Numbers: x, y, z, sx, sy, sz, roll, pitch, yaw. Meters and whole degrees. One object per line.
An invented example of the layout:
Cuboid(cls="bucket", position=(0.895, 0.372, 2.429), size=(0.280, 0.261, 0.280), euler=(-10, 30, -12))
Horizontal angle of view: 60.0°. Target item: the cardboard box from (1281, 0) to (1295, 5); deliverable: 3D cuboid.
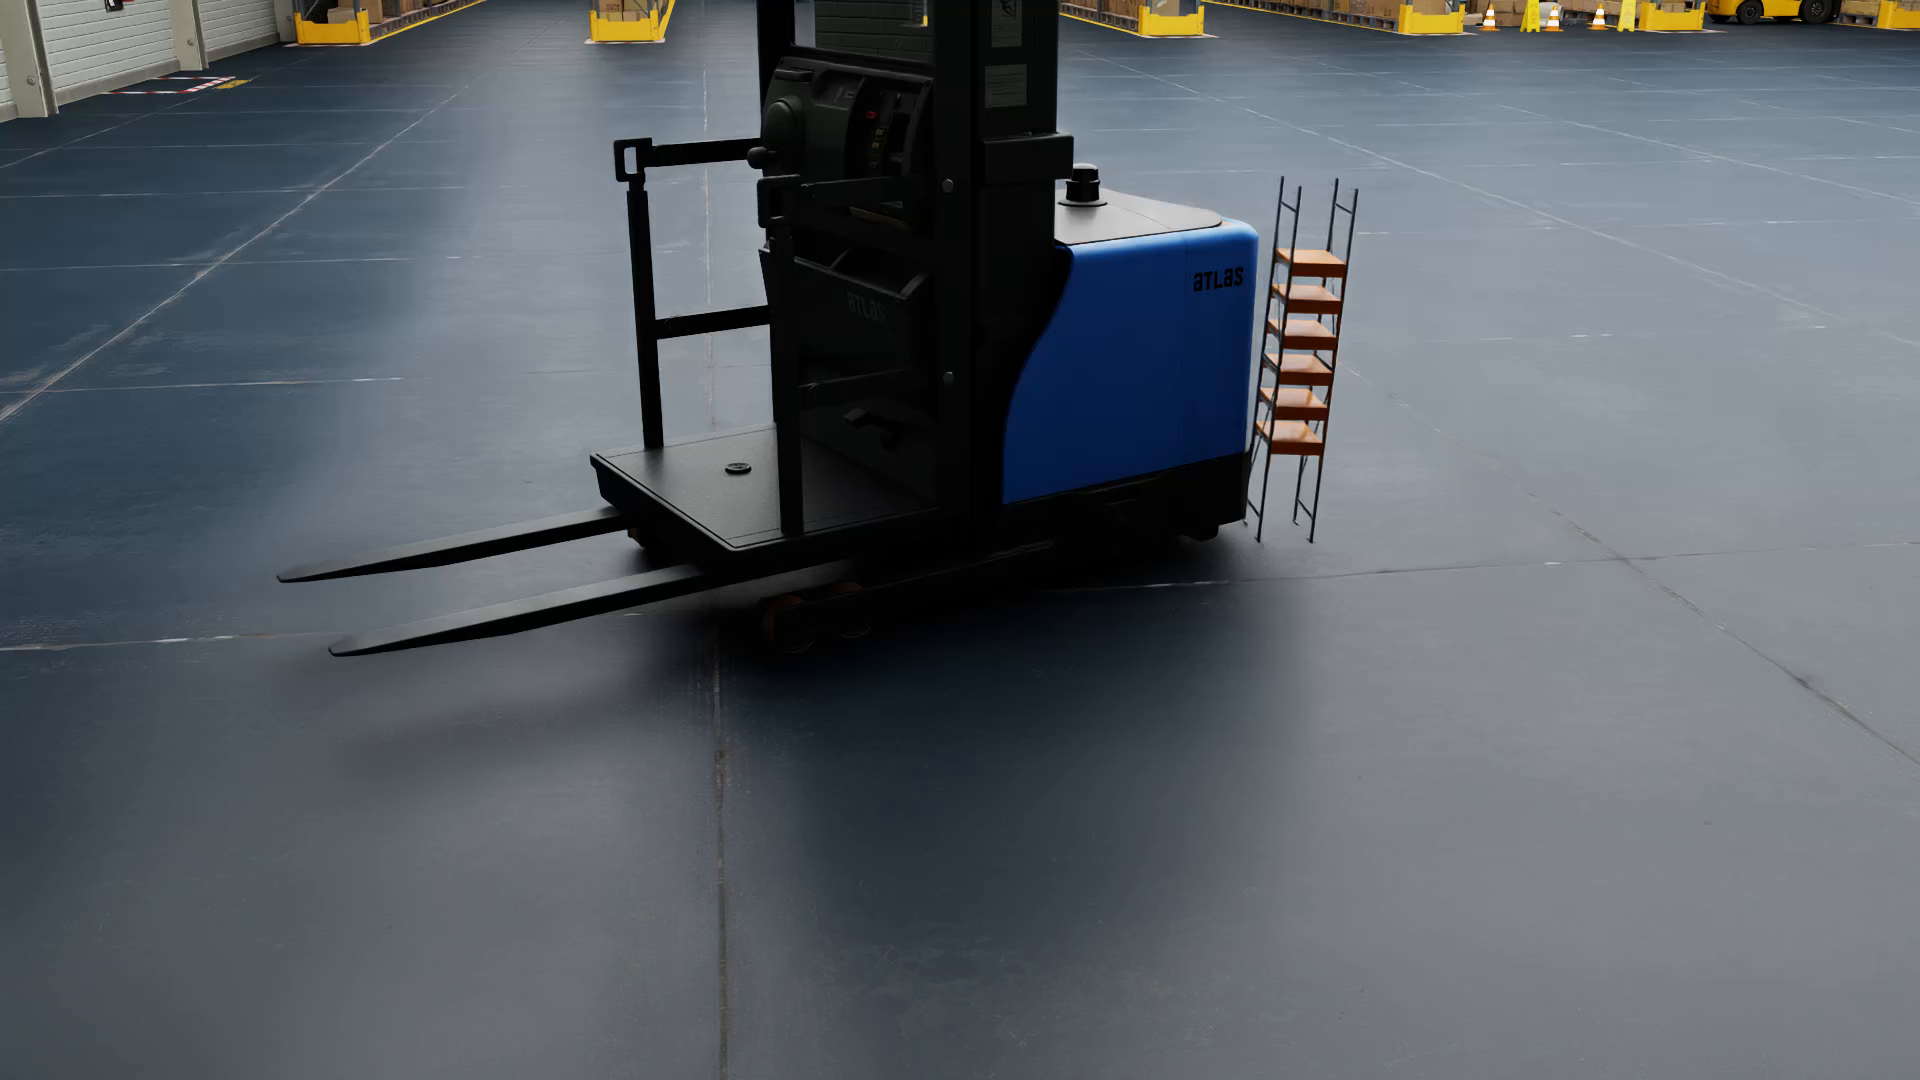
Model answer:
Cuboid(cls="cardboard box", position=(7.801, -12.336, 37.074), size=(1.050, 0.750, 0.750), euler=(-3, 21, -7))

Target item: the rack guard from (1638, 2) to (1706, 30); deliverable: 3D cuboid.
Cuboid(cls="rack guard", position=(13.699, -10.082, 31.994), size=(1.175, 0.500, 0.348), euler=(-3, 21, -8))

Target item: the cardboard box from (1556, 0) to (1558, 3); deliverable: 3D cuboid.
Cuboid(cls="cardboard box", position=(13.055, -11.758, 36.067), size=(0.950, 0.372, 0.625), euler=(-3, 21, -7))

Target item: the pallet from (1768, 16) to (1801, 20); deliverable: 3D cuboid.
Cuboid(cls="pallet", position=(18.118, -11.279, 35.613), size=(1.003, 0.211, 1.213), euler=(-3, 21, -8))

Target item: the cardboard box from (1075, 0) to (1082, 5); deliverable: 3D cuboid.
Cuboid(cls="cardboard box", position=(2.959, -12.109, 36.794), size=(0.700, 0.500, 0.500), euler=(-5, 21, -12))

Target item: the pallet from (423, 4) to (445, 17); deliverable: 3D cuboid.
Cuboid(cls="pallet", position=(-11.994, -11.717, 36.787), size=(1.003, 0.211, 1.213), euler=(-3, 21, -8))

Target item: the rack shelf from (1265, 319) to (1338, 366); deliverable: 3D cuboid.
Cuboid(cls="rack shelf", position=(1.134, -0.664, 5.552), size=(0.180, 0.103, 0.258), euler=(1, 20, -5))

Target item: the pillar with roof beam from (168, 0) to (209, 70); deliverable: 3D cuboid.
Cuboid(cls="pillar with roof beam", position=(-6.634, -11.126, 22.644), size=(9.100, 9.000, 0.400), euler=(-3, 21, -8))

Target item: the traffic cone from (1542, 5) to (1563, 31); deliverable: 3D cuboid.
Cuboid(cls="traffic cone", position=(11.322, -9.948, 31.690), size=(0.336, 0.463, 0.334), euler=(-3, 21, -8))

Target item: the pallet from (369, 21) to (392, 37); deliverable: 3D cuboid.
Cuboid(cls="pallet", position=(-11.067, -9.402, 30.586), size=(1.003, 0.211, 1.213), euler=(-3, 21, -8))

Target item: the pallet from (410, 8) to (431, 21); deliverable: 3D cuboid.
Cuboid(cls="pallet", position=(-11.844, -11.170, 35.321), size=(1.003, 0.211, 1.213), euler=(-3, 21, -8))

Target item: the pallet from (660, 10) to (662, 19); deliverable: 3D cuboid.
Cuboid(cls="pallet", position=(-6.973, -11.405, 35.950), size=(1.003, 0.211, 1.213), euler=(-3, 21, -8))

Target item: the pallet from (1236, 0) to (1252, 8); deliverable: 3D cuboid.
Cuboid(cls="pallet", position=(7.389, -13.097, 40.482), size=(1.003, 0.211, 1.213), euler=(-3, 21, -8))

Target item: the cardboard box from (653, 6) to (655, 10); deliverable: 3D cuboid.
Cuboid(cls="cardboard box", position=(-5.972, -9.853, 31.140), size=(0.500, 0.250, 0.500), euler=(-3, 21, -8))

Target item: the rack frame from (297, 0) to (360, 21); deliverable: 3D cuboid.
Cuboid(cls="rack frame", position=(-10.802, -9.977, 28.142), size=(1.000, 3.000, 0.127), euler=(-3, 21, -8))

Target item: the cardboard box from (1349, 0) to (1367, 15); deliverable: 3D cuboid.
Cuboid(cls="cardboard box", position=(8.404, -10.995, 33.303), size=(0.875, 0.875, 0.875), euler=(-3, 21, -7))

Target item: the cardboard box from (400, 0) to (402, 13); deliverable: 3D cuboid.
Cuboid(cls="cardboard box", position=(-11.625, -10.827, 33.363), size=(0.700, 0.500, 0.500), euler=(-3, 21, -9))

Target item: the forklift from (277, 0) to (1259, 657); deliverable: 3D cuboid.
Cuboid(cls="forklift", position=(-0.526, -1.254, 4.884), size=(3.031, 2.935, 1.130), euler=(-13, 24, -31))

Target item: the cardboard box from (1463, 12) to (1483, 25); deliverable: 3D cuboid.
Cuboid(cls="cardboard box", position=(10.320, -10.544, 33.566), size=(0.396, 0.266, 0.258), euler=(1, 20, 2))

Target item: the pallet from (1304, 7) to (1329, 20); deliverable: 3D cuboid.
Cuboid(cls="pallet", position=(8.063, -11.284, 35.626), size=(1.003, 0.211, 1.213), euler=(-3, 21, -8))

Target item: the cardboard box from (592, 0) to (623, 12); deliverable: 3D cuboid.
Cuboid(cls="cardboard box", position=(-6.272, -9.659, 29.548), size=(0.500, 0.500, 0.500), euler=(-3, 21, -8))

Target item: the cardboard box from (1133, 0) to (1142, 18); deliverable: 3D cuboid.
Cuboid(cls="cardboard box", position=(3.638, -10.392, 32.226), size=(0.500, 0.500, 0.500), euler=(-1, 21, -3))

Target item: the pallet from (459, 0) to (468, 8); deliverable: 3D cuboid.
Cuboid(cls="pallet", position=(-12.564, -13.093, 40.469), size=(1.003, 0.211, 1.213), euler=(-3, 21, -8))

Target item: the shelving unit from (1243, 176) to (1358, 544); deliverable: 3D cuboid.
Cuboid(cls="shelving unit", position=(1.130, -0.593, 5.578), size=(0.189, 1.200, 0.258), euler=(1, 20, -5))

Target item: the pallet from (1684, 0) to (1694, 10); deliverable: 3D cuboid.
Cuboid(cls="pallet", position=(17.548, -12.655, 39.296), size=(1.003, 0.211, 1.213), euler=(-3, 21, -8))

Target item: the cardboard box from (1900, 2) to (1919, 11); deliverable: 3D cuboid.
Cuboid(cls="cardboard box", position=(18.744, -10.567, 33.050), size=(0.500, 0.250, 0.500), euler=(-3, 21, -8))

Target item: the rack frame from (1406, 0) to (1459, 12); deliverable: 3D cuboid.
Cuboid(cls="rack frame", position=(8.826, -10.942, 30.725), size=(1.000, 3.000, 0.127), euler=(-3, 21, -8))

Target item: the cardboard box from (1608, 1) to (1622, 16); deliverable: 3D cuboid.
Cuboid(cls="cardboard box", position=(13.260, -10.581, 33.089), size=(0.500, 0.250, 0.500), euler=(-3, 21, -8))

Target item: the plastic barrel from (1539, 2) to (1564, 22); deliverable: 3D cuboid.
Cuboid(cls="plastic barrel", position=(11.914, -10.658, 33.648), size=(0.512, 0.421, 0.421), euler=(12, 24, 30))

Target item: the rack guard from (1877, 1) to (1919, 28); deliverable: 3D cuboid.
Cuboid(cls="rack guard", position=(18.624, -10.299, 32.576), size=(1.175, 0.500, 0.348), euler=(-3, 21, -8))

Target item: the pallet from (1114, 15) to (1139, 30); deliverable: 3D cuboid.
Cuboid(cls="pallet", position=(3.637, -10.151, 32.593), size=(1.003, 0.211, 1.213), euler=(-3, 21, -8))

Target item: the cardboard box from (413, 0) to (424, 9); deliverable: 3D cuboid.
Cuboid(cls="cardboard box", position=(-11.799, -11.535, 35.258), size=(0.700, 0.500, 0.500), euler=(-3, 21, -7))

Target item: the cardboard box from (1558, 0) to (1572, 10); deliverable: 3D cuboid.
Cuboid(cls="cardboard box", position=(12.951, -11.302, 35.019), size=(0.500, 0.250, 0.500), euler=(-4, 21, -10))

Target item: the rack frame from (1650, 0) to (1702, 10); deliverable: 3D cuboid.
Cuboid(cls="rack frame", position=(13.710, -11.226, 31.487), size=(1.000, 3.000, 0.127), euler=(-3, 21, -8))

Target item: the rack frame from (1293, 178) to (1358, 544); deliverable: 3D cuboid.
Cuboid(cls="rack frame", position=(1.222, -0.591, 5.585), size=(0.006, 1.200, 0.240), euler=(1, 20, -5))

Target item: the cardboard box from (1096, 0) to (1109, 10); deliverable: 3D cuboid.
Cuboid(cls="cardboard box", position=(3.259, -11.360, 34.789), size=(0.700, 0.500, 0.500), euler=(-5, 21, -12))

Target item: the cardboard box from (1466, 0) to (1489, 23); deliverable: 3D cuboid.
Cuboid(cls="cardboard box", position=(10.808, -10.924, 34.052), size=(0.797, 0.637, 0.503), euler=(-3, 21, -8))

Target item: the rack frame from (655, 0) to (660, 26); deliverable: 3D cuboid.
Cuboid(cls="rack frame", position=(-6.477, -11.613, 32.522), size=(1.000, 3.000, 0.127), euler=(-3, 21, -8))

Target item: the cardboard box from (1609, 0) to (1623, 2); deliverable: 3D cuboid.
Cuboid(cls="cardboard box", position=(13.258, -10.931, 32.954), size=(0.500, 0.500, 0.500), euler=(-2, 21, -6))
